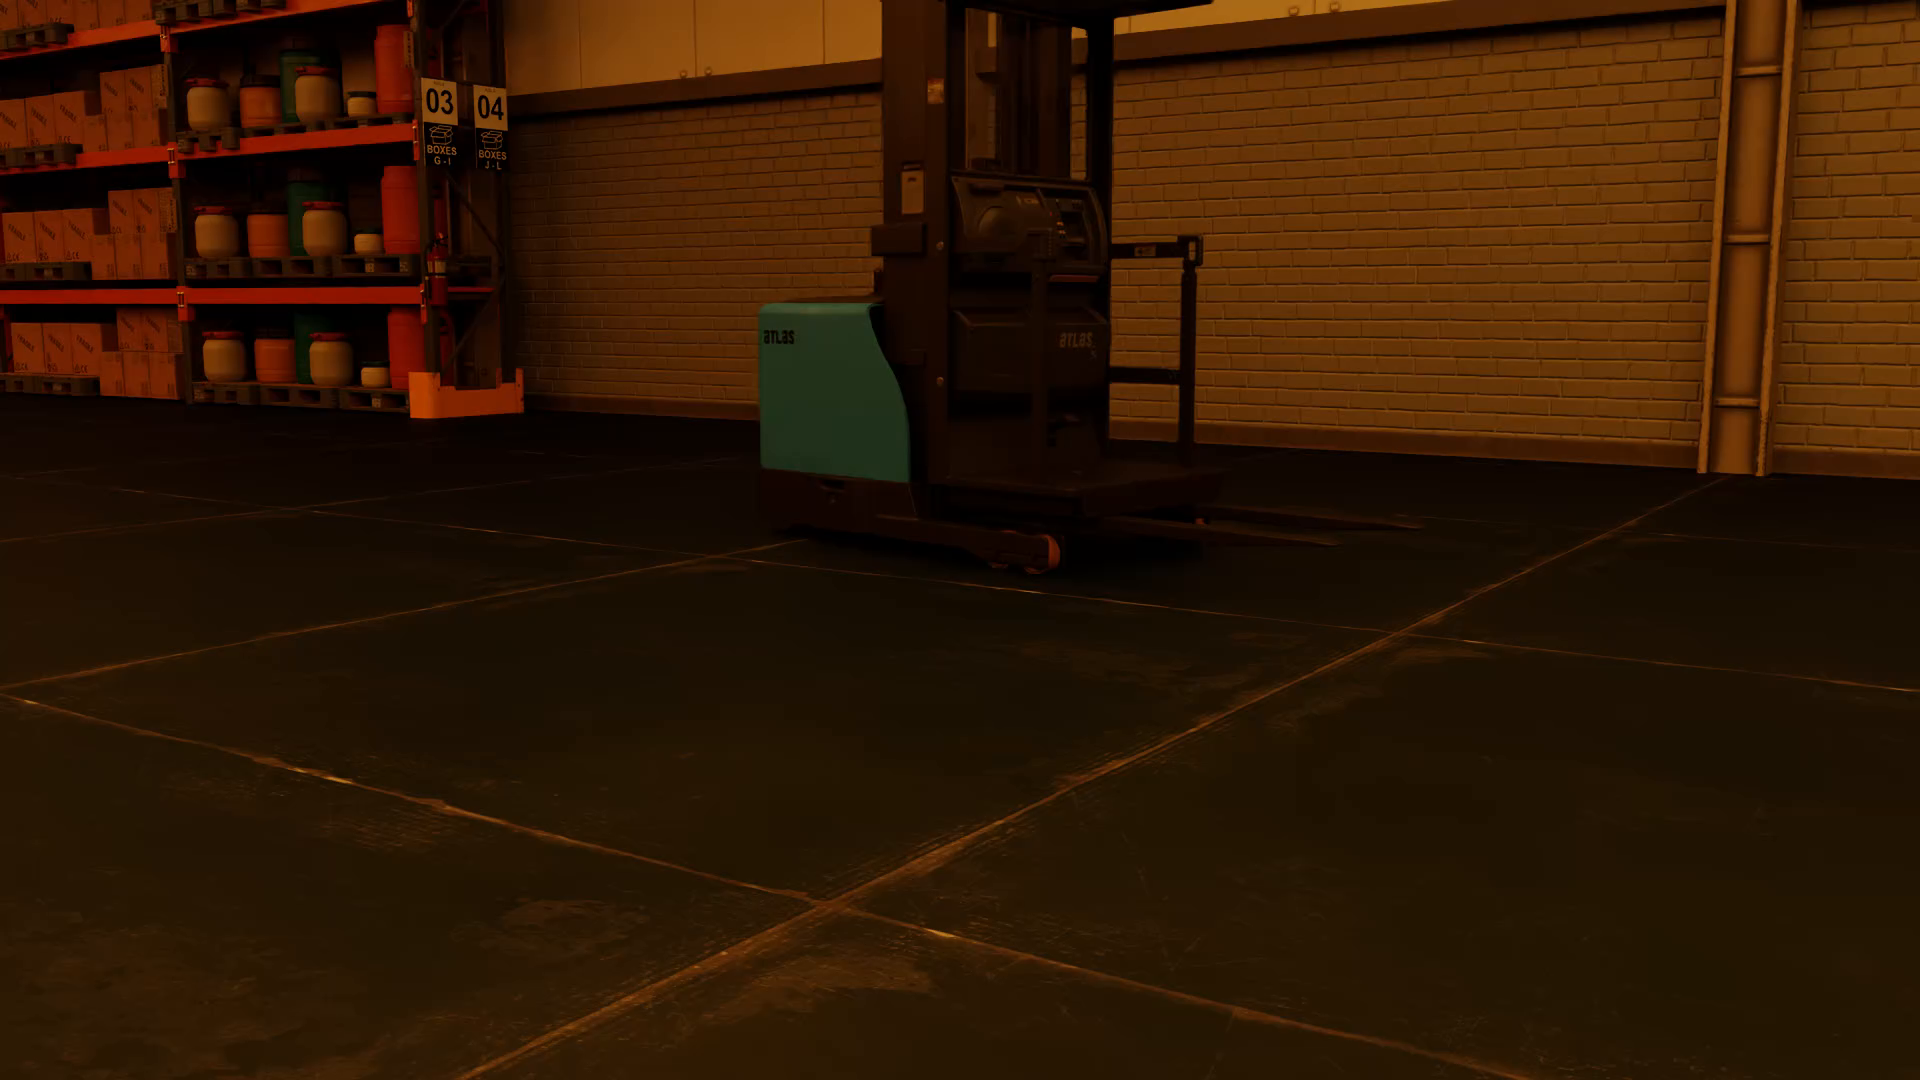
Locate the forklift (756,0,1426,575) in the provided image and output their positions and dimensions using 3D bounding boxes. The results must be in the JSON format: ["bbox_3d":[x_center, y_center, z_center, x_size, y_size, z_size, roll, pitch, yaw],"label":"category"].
[{"bbox_3d":[0.459,-1.393,6.987,3.031,2.935,1.130,8,11,43],"label":"forklift"}]
